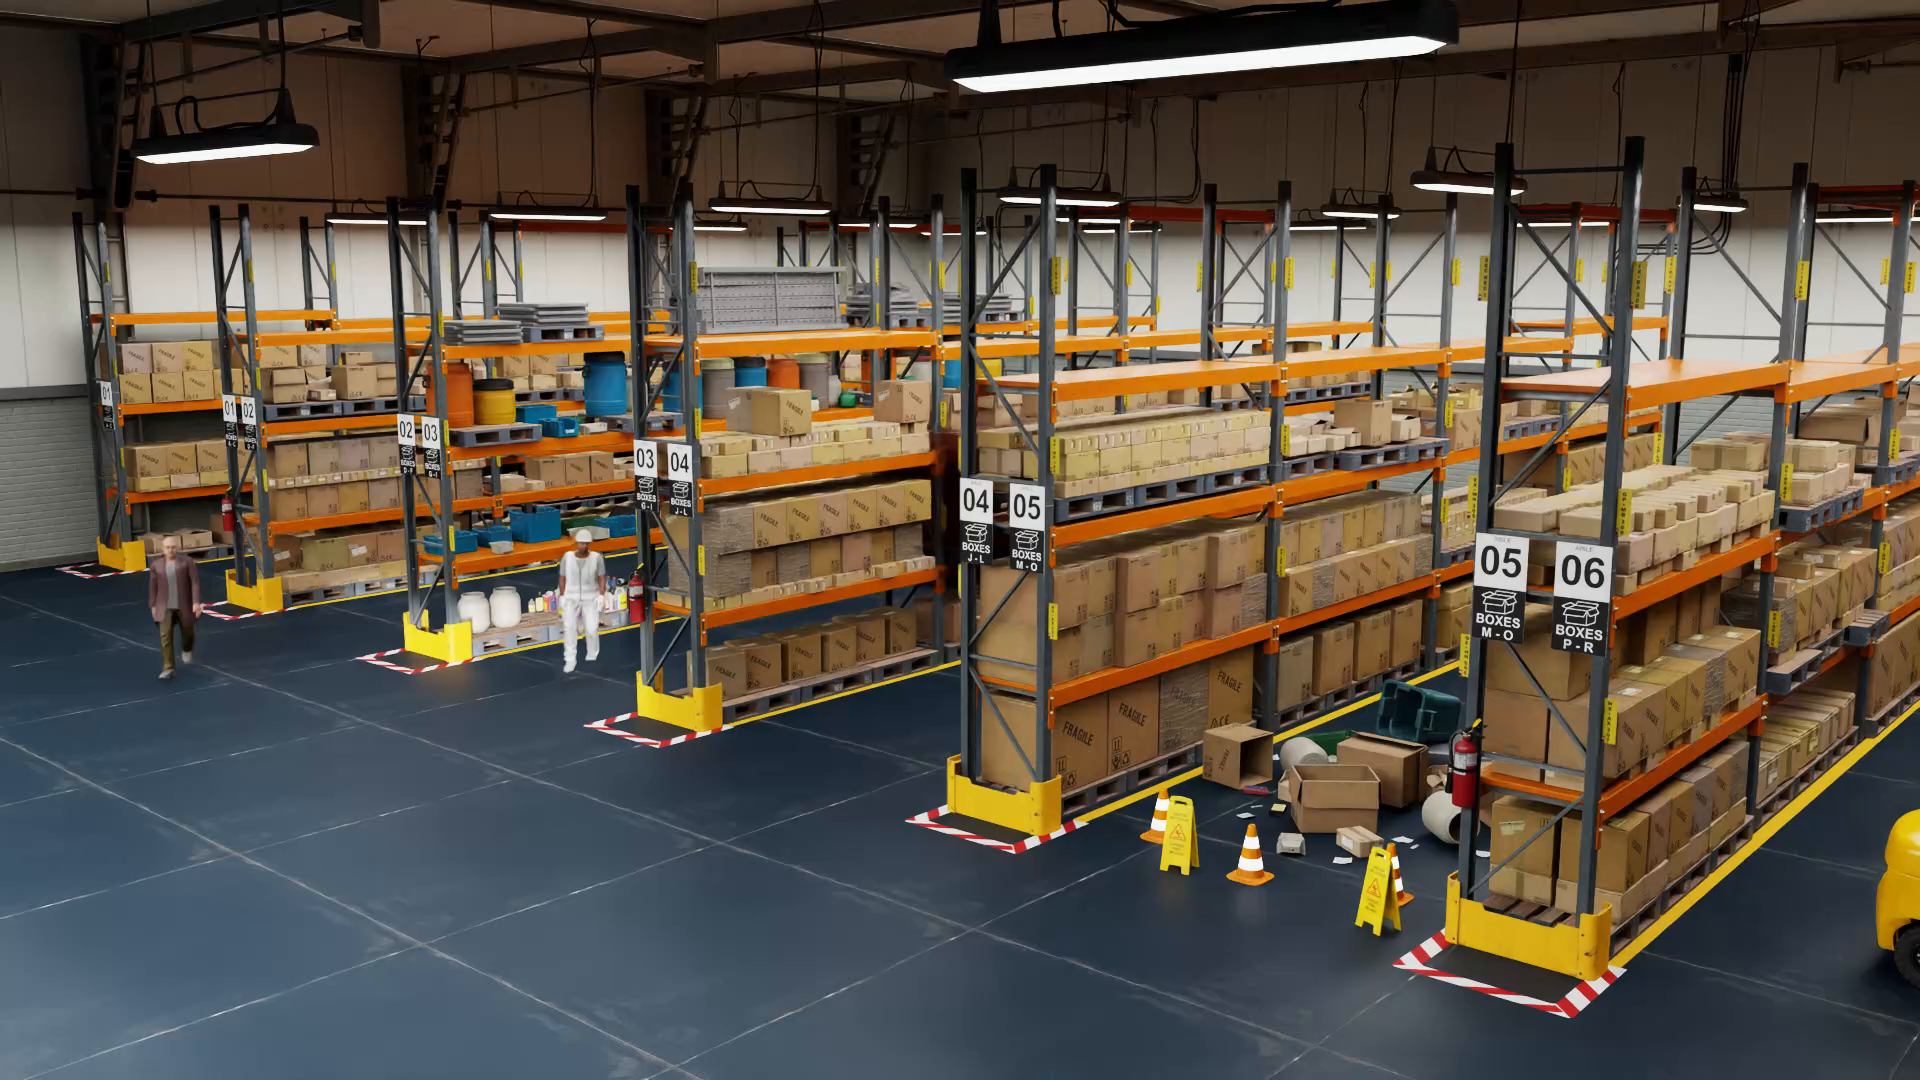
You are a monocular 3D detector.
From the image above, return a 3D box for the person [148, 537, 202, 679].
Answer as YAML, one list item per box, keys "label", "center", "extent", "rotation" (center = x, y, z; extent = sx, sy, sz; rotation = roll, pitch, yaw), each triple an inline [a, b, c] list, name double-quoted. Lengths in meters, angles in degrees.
- label: "person"
  center: [-9.932, 0.820, 21.047]
  extent: [0.639, 1.744, 1.009]
  rotation: [-3, 10, -19]

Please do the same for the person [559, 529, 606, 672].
- label: "person"
  center: [-4.636, 0.718, 20.389]
  extent: [0.579, 1.662, 0.797]
  rotation: [-1, 10, -9]
